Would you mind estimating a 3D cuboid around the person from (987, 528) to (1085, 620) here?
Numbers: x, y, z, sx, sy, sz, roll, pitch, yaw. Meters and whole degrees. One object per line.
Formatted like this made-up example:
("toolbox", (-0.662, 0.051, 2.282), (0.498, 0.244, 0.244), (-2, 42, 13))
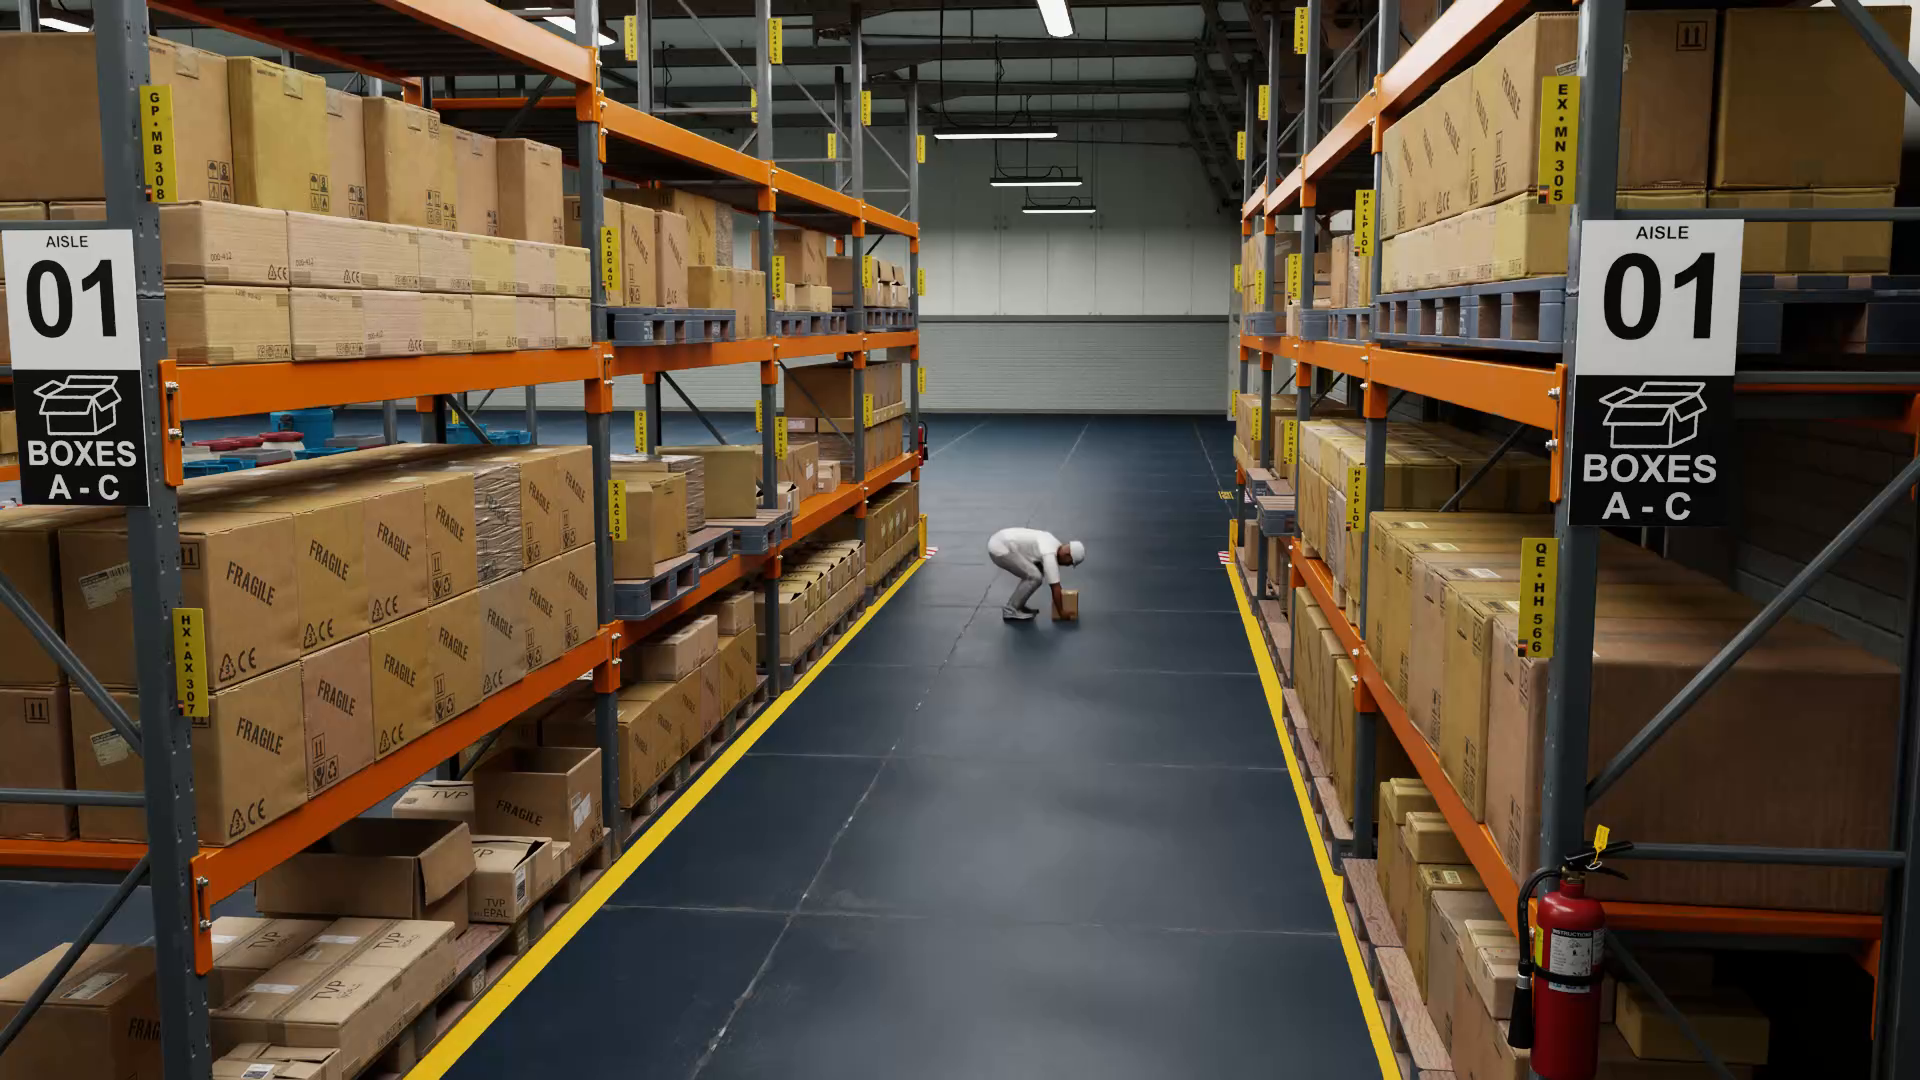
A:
("person", (0.754, 0.328, 16.559), (0.977, 0.907, 0.515), (0, 8, 4))
